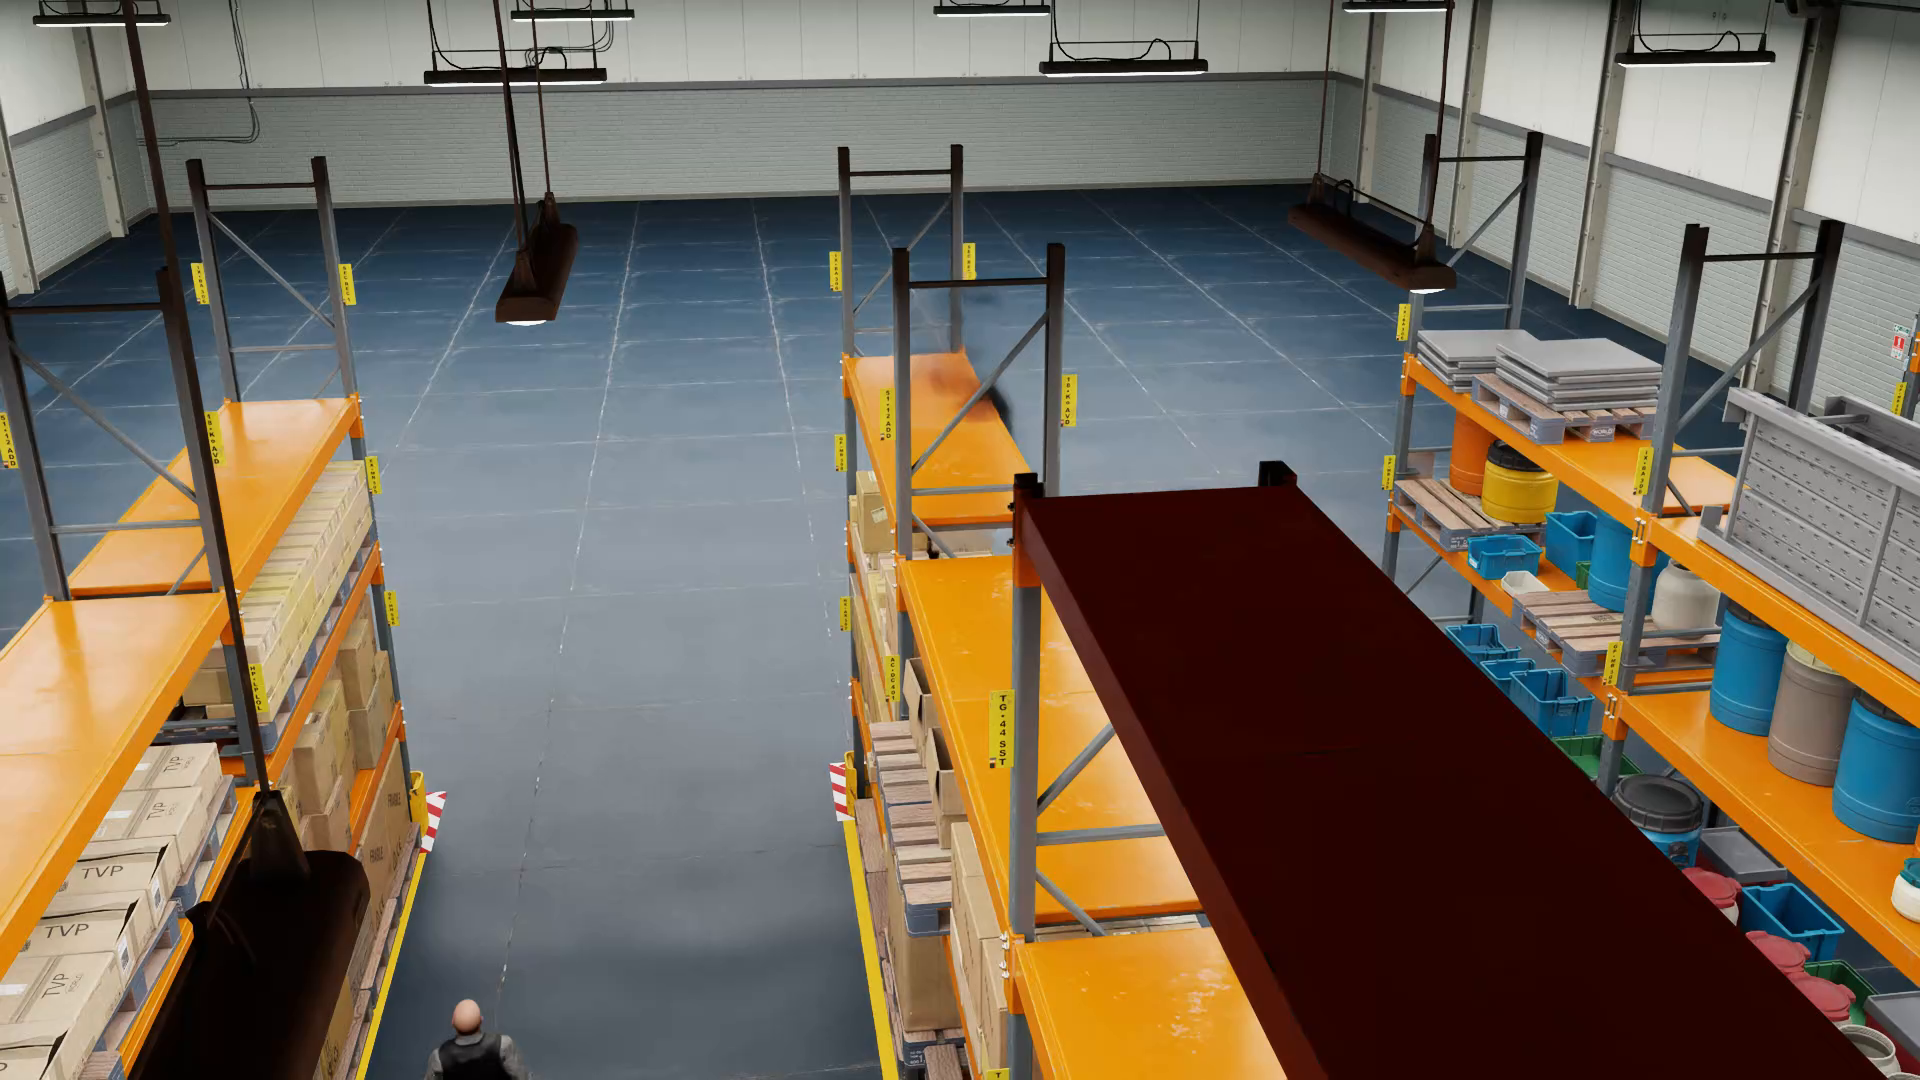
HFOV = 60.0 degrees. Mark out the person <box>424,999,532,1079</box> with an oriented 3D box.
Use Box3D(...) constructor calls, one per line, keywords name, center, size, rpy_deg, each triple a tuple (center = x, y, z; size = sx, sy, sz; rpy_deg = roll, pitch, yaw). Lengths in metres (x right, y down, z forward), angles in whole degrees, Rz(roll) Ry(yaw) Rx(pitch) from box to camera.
Box3D(name="person", center=(-2.989, 3.565, 10.378), size=(0.658, 1.676, 0.583), rpy_deg=(-6, 22, -15))
